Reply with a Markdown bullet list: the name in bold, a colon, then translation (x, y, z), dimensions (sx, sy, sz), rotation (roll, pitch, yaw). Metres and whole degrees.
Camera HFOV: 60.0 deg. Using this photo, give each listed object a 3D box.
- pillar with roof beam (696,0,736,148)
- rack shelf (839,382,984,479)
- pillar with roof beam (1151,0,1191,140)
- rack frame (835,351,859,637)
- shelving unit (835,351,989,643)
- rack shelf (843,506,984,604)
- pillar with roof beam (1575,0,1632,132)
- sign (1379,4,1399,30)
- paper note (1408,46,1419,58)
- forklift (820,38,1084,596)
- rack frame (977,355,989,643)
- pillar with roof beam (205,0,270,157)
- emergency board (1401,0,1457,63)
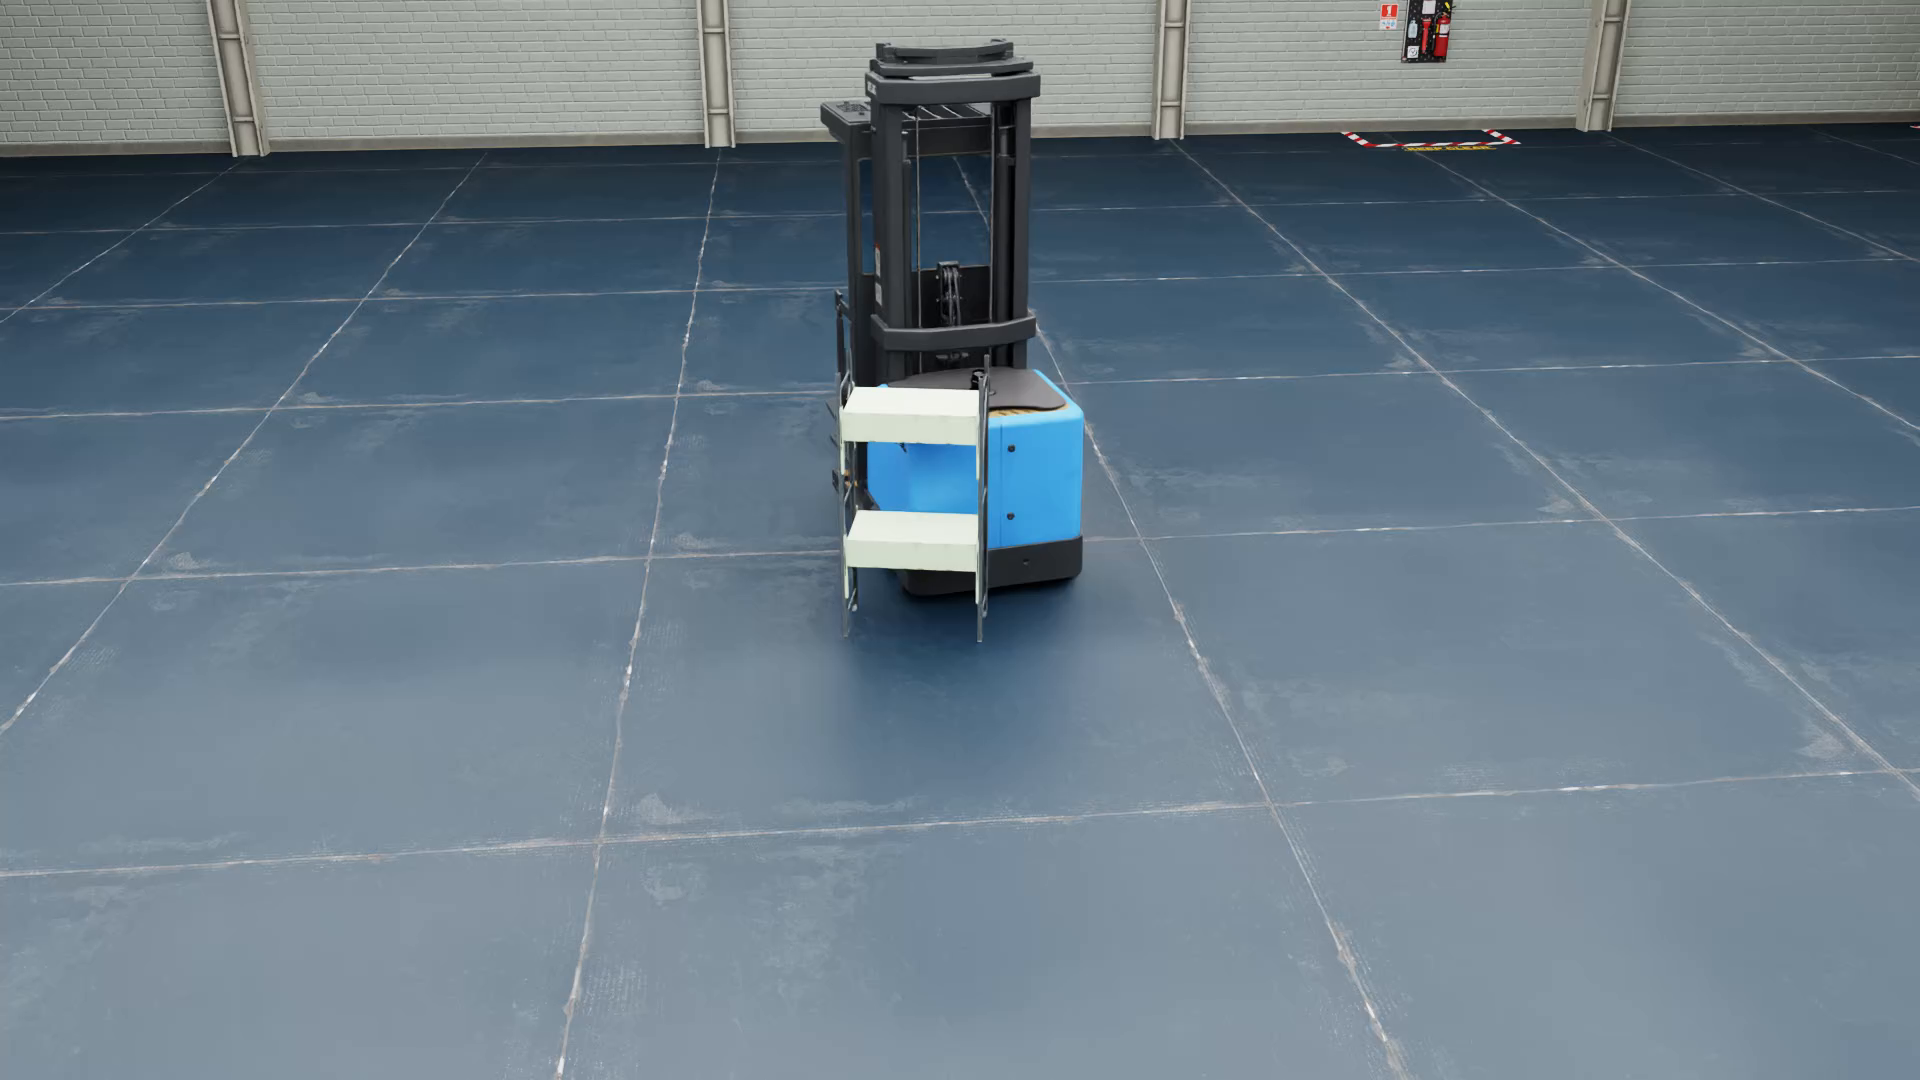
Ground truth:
- **pillar with roof beam**: translation (-2.741, -7.591, 16.250), dimensions (0.400, 9.000, 9.100), rotation (-2, 24, -5)
- **rack shelf**: translation (-0.240, -0.579, 8.745), dimensions (0.720, 0.370, 0.431), rotation (2, 24, 5)
- **pillar with roof beam**: translation (3.229, -7.831, 16.789), dimensions (0.400, 9.000, 9.100), rotation (-2, 24, -5)
- **rack frame**: translation (-0.605, -0.236, 8.935), dimensions (0.023, 1.500, 0.400), rotation (2, 24, 5)
- **shelving unit**: translation (-0.240, -0.222, 8.904), dimensions (0.755, 1.500, 0.431), rotation (2, 24, 5)
- **rack shelf**: translation (-0.240, 0.076, 9.036), dimensions (0.720, 0.370, 0.431), rotation (2, 24, 5)
- **pillar with roof beam**: translation (9.200, -8.070, 17.328), dimensions (0.400, 9.000, 9.100), rotation (-2, 24, -5)
- **sign**: translation (5.754, -7.022, 22.311), dimensions (0.234, 0.329, 0.001), rotation (-2, 24, -5)
- **paper note**: translation (6.131, -6.604, 22.499), dimensions (0.142, 0.148, 0.016), rotation (-2, 24, -5)
- **forklift**: translation (-0.206, -1.597, 10.235), dimensions (1.130, 2.935, 3.031), rotation (-7, 25, -15)
- **rack frame**: translation (0.124, -0.208, 8.872), dimensions (0.023, 1.500, 0.400), rotation (2, 24, 5)
- **pillar with roof beam**: translation (-8.712, -7.352, 15.711), dimensions (0.400, 9.000, 9.100), rotation (-2, 24, -5)
- **emergency board**: translation (6.314, -6.986, 22.274), dimensions (0.643, 1.169, 0.194), rotation (-2, 24, -5)
